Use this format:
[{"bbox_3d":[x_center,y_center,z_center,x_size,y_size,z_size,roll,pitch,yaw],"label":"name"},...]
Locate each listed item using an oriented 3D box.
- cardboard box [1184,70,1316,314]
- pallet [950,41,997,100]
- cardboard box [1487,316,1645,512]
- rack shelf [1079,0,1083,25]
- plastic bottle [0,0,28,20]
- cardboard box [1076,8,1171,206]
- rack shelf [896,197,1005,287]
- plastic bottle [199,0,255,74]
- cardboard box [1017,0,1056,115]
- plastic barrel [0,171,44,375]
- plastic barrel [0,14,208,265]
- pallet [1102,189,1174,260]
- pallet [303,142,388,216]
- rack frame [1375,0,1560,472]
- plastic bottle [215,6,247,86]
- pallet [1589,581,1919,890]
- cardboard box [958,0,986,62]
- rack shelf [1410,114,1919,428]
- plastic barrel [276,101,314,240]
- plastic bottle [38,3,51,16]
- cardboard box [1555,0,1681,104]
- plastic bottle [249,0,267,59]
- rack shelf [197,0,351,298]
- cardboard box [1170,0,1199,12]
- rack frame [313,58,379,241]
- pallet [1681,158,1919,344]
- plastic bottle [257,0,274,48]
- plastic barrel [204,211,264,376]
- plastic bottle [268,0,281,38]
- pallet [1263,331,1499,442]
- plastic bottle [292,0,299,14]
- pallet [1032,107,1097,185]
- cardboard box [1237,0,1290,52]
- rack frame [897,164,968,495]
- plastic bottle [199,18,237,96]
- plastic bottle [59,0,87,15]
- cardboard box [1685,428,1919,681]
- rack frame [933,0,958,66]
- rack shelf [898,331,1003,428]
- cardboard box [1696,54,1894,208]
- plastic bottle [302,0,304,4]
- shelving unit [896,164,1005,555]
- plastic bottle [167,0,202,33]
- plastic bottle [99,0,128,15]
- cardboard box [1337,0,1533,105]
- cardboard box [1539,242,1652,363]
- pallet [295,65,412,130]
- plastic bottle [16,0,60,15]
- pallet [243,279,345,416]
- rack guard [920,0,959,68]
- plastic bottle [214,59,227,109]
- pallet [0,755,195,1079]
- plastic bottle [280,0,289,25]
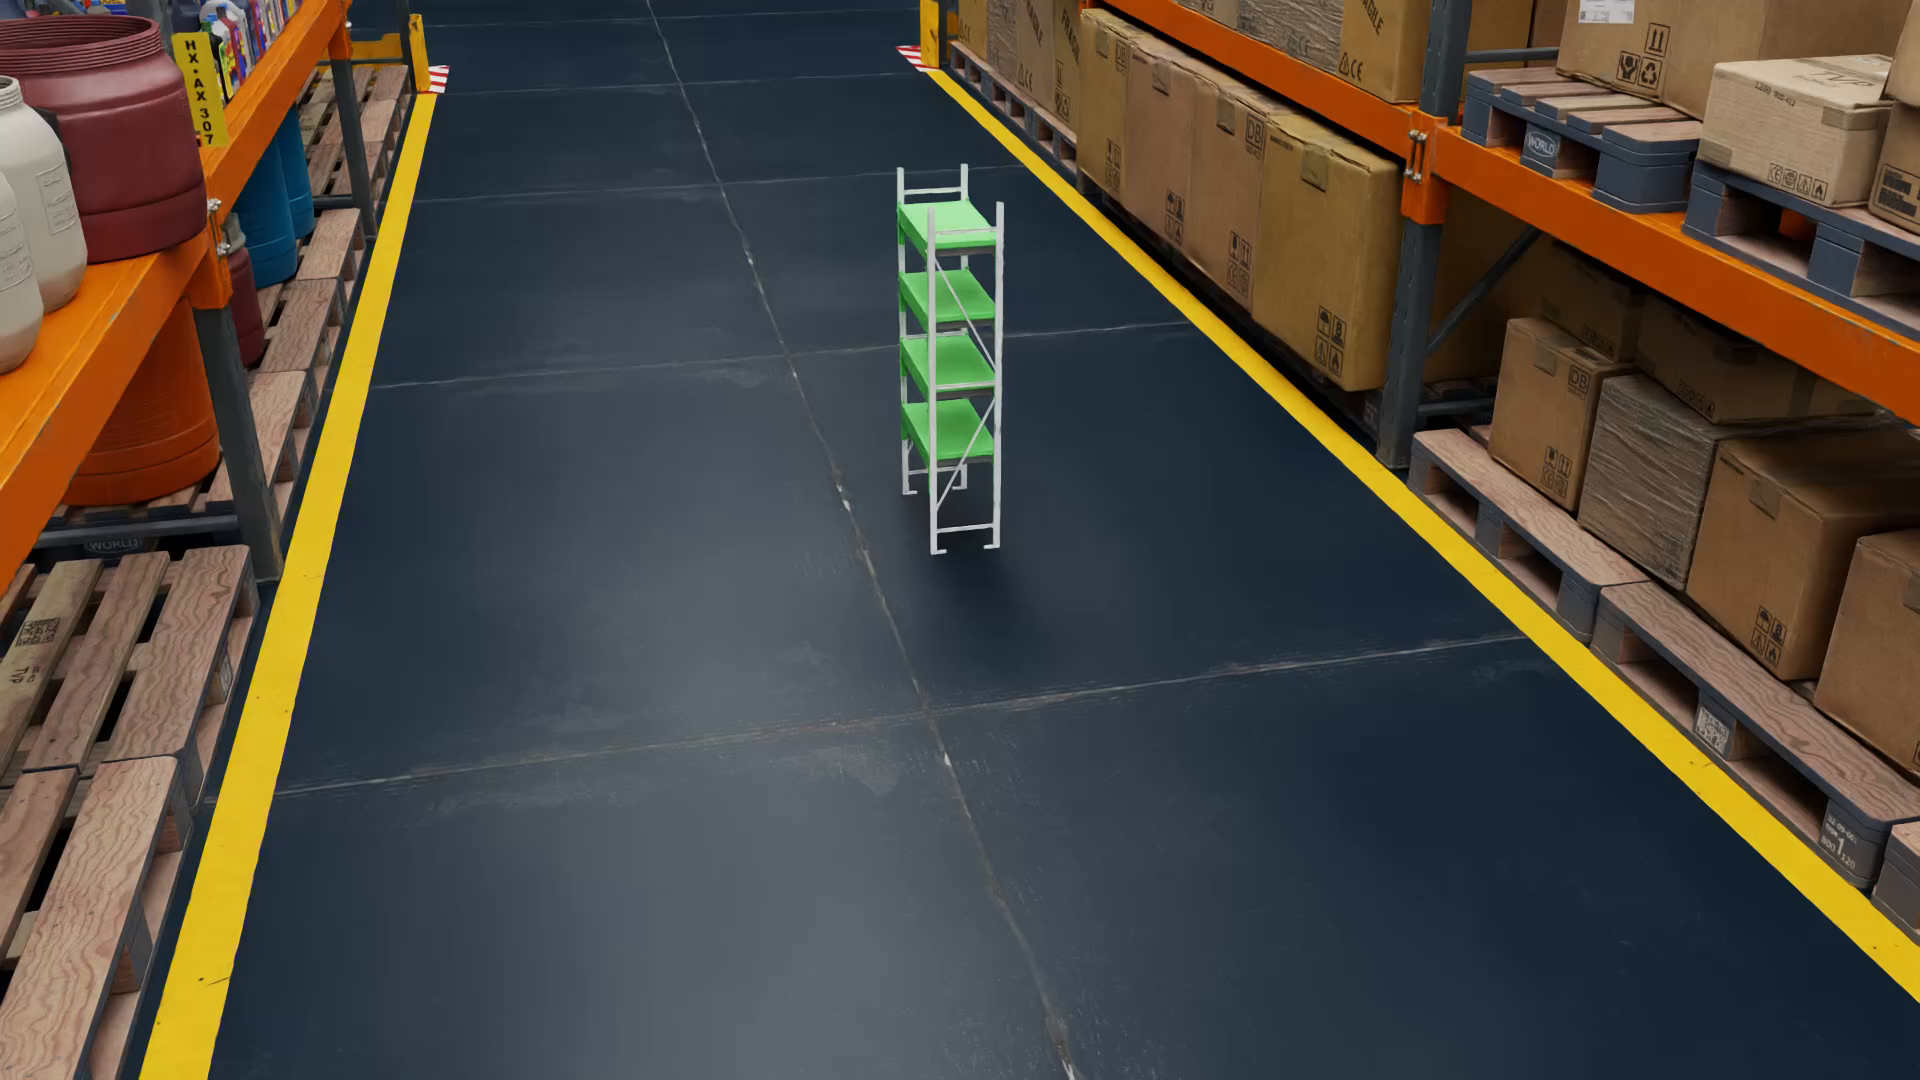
[{"bbox_3d":[1.761,-1.611,7.504,1.225,0.875,0.875,-6,27,-11],"label":"cardboard box"},{"bbox_3d":[0.543,-3.599,12.646,1.003,0.211,1.213,-6,27,-12],"label":"pallet"},{"bbox_3d":[2.260,-0.463,5.624,0.700,0.500,0.500,-7,28,-14],"label":"cardboard box"},{"bbox_3d":[0.737,-3.987,11.119,1.077,0.370,4.000,-6,27,-12],"label":"rack shelf"},{"bbox_3d":[-3.496,-1.860,6.160,0.144,0.351,0.185,-6,27,-12],"label":"plastic bottle"},{"bbox_3d":[1.352,-2.391,9.049,1.225,0.875,0.875,-6,27,-11],"label":"cardboard box"},{"bbox_3d":[-0.037,-0.980,5.436,0.258,0.148,0.480,-6,27,-12],"label":"rack shelf"},{"bbox_3d":[-2.831,-1.948,6.418,0.152,0.276,0.135,-6,27,-12],"label":"plastic bottle"},{"bbox_3d":[0.914,-3.362,10.975,0.875,0.875,0.875,-6,27,-12],"label":"cardboard box"},{"bbox_3d":[-2.201,-0.607,3.499,0.421,0.512,0.421,0,27,0],"label":"plastic barrel"},{"bbox_3d":[-2.336,-1.059,4.369,0.600,0.536,0.708,-6,27,-12],"label":"plastic barrel"},{"bbox_3d":[1.435,-1.855,9.190,1.003,0.211,1.213,-6,27,-12],"label":"pallet"},{"bbox_3d":[-3.841,-2.002,9.481,1.003,0.211,1.213,-6,27,-12],"label":"pallet"},{"bbox_3d":[2.089,-1.675,5.739,1.000,3.000,0.127,-6,27,-12],"label":"rack frame"},{"bbox_3d":[-2.735,-1.854,6.224,0.061,0.283,0.133,-6,27,-12],"label":"plastic bottle"},{"bbox_3d":[2.536,0.448,4.628,1.003,0.211,1.213,-6,27,-12],"label":"pallet"},{"bbox_3d":[0.509,-4.153,12.540,0.875,0.875,0.875,-6,27,-12],"label":"cardboard box"},{"bbox_3d":[2.540,-0.475,4.161,1.077,0.370,4.000,-6,27,-12],"label":"rack shelf"},{"bbox_3d":[-3.532,-1.938,8.123,0.600,0.901,0.708,-6,27,-12],"label":"plastic barrel"},{"bbox_3d":[-3.402,-1.851,6.218,0.061,0.283,0.133,-6,27,-12],"label":"plastic bottle"},{"bbox_3d":[2.250,-1.674,5.160,0.500,0.500,0.500,-9,28,-18],"label":"cardboard box"},{"bbox_3d":[-2.859,-2.096,6.703,0.061,0.283,0.133,-6,27,-12],"label":"plastic bottle"},{"bbox_3d":[-3.187,-1.728,6.644,1.077,0.370,4.000,-6,27,-12],"label":"rack shelf"},{"bbox_3d":[1.275,-2.808,7.872,0.500,0.500,0.500,-7,28,-13],"label":"cardboard box"},{"bbox_3d":[-3.638,-2.928,8.221,1.000,3.000,0.127,-6,27,-12],"label":"rack frame"},{"bbox_3d":[2.575,-0.724,4.068,1.003,0.211,1.213,-6,27,-12],"label":"pallet"},{"bbox_3d":[-2.955,-2.189,6.896,0.152,0.276,0.135,-6,27,-12],"label":"plastic bottle"},{"bbox_3d":[-3.118,-0.991,6.595,0.600,0.588,0.708,-6,27,-12],"label":"plastic barrel"},{"bbox_3d":[-3.008,-2.291,7.098,0.152,0.276,0.135,-6,27,-12],"label":"plastic bottle"},{"bbox_3d":[1.985,-0.783,7.068,1.003,0.211,1.213,-6,27,-12],"label":"pallet"},{"bbox_3d":[-3.152,-2.572,7.654,0.152,0.276,0.135,-6,27,-12],"label":"plastic bottle"},{"bbox_3d":[1.093,-2.527,10.523,1.003,0.211,1.213,-6,27,-12],"label":"pallet"},{"bbox_3d":[1.510,-2.358,6.981,0.500,0.500,0.500,-7,28,-13],"label":"cardboard box"},{"bbox_3d":[-0.092,-0.715,5.836,0.240,1.200,0.015,-6,27,-12],"label":"rack frame"},{"bbox_3d":[-2.705,-1.754,6.038,0.097,0.271,0.097,0,27,0],"label":"plastic bottle"},{"bbox_3d":[-3.460,-1.995,6.517,0.097,0.271,0.097,0,27,0],"label":"plastic bottle"},{"bbox_3d":[2.532,0.027,4.653,0.700,0.500,0.500,-4,27,-7],"label":"cardboard box"},{"bbox_3d":[0.287,-5.187,12.697,1.000,3.000,0.127,-6,27,-12],"label":"rack frame"},{"bbox_3d":[-0.037,-0.551,5.652,0.258,0.148,0.480,-6,27,-12],"label":"rack shelf"},{"bbox_3d":[2.243,-1.036,4.174,0.500,0.250,0.500,-7,28,-13],"label":"cardboard box"},{"bbox_3d":[-3.181,-2.651,7.893,0.097,0.201,0.097,0,27,0],"label":"plastic bottle"},{"bbox_3d":[-0.037,-0.608,5.624,0.258,1.200,0.503,-6,27,-12],"label":"shelving unit"},{"bbox_3d":[-2.981,-1.977,6.393,0.144,0.351,0.185,-6,27,-12],"label":"plastic bottle"},{"bbox_3d":[-3.548,-2.239,6.995,0.152,0.276,0.135,-6,27,-12],"label":"plastic bottle"},{"bbox_3d":[1.737,-1.911,6.096,0.500,0.500,0.500,-5,27,-10],"label":"cardboard box"},{"bbox_3d":[2.270,-0.799,5.457,0.500,0.250,0.500,-5,27,-9],"label":"cardboard box"},{"bbox_3d":[-4.391,-3.073,11.604,1.003,0.211,1.213,-6,27,-12],"label":"pallet"},{"bbox_3d":[-3.568,-1.999,6.437,0.144,0.351,0.185,-6,27,-12],"label":"plastic bottle"},{"bbox_3d":[-3.226,-0.803,7.107,1.003,0.211,1.213,-6,27,-12],"label":"pallet"},{"bbox_3d":[0.281,-4.081,13.281,1.175,0.500,0.348,-6,27,-12],"label":"rack guard"},{"bbox_3d":[-2.653,-1.621,5.853,0.097,0.201,0.097,0,27,0],"label":"plastic bottle"},{"bbox_3d":[-2.328,0.952,3.630,1.003,0.211,1.213,-6,27,-12],"label":"pallet"},{"bbox_3d":[-3.070,-2.454,7.338,0.144,0.351,0.185,-6,27,-12],"label":"plastic bottle"}]
